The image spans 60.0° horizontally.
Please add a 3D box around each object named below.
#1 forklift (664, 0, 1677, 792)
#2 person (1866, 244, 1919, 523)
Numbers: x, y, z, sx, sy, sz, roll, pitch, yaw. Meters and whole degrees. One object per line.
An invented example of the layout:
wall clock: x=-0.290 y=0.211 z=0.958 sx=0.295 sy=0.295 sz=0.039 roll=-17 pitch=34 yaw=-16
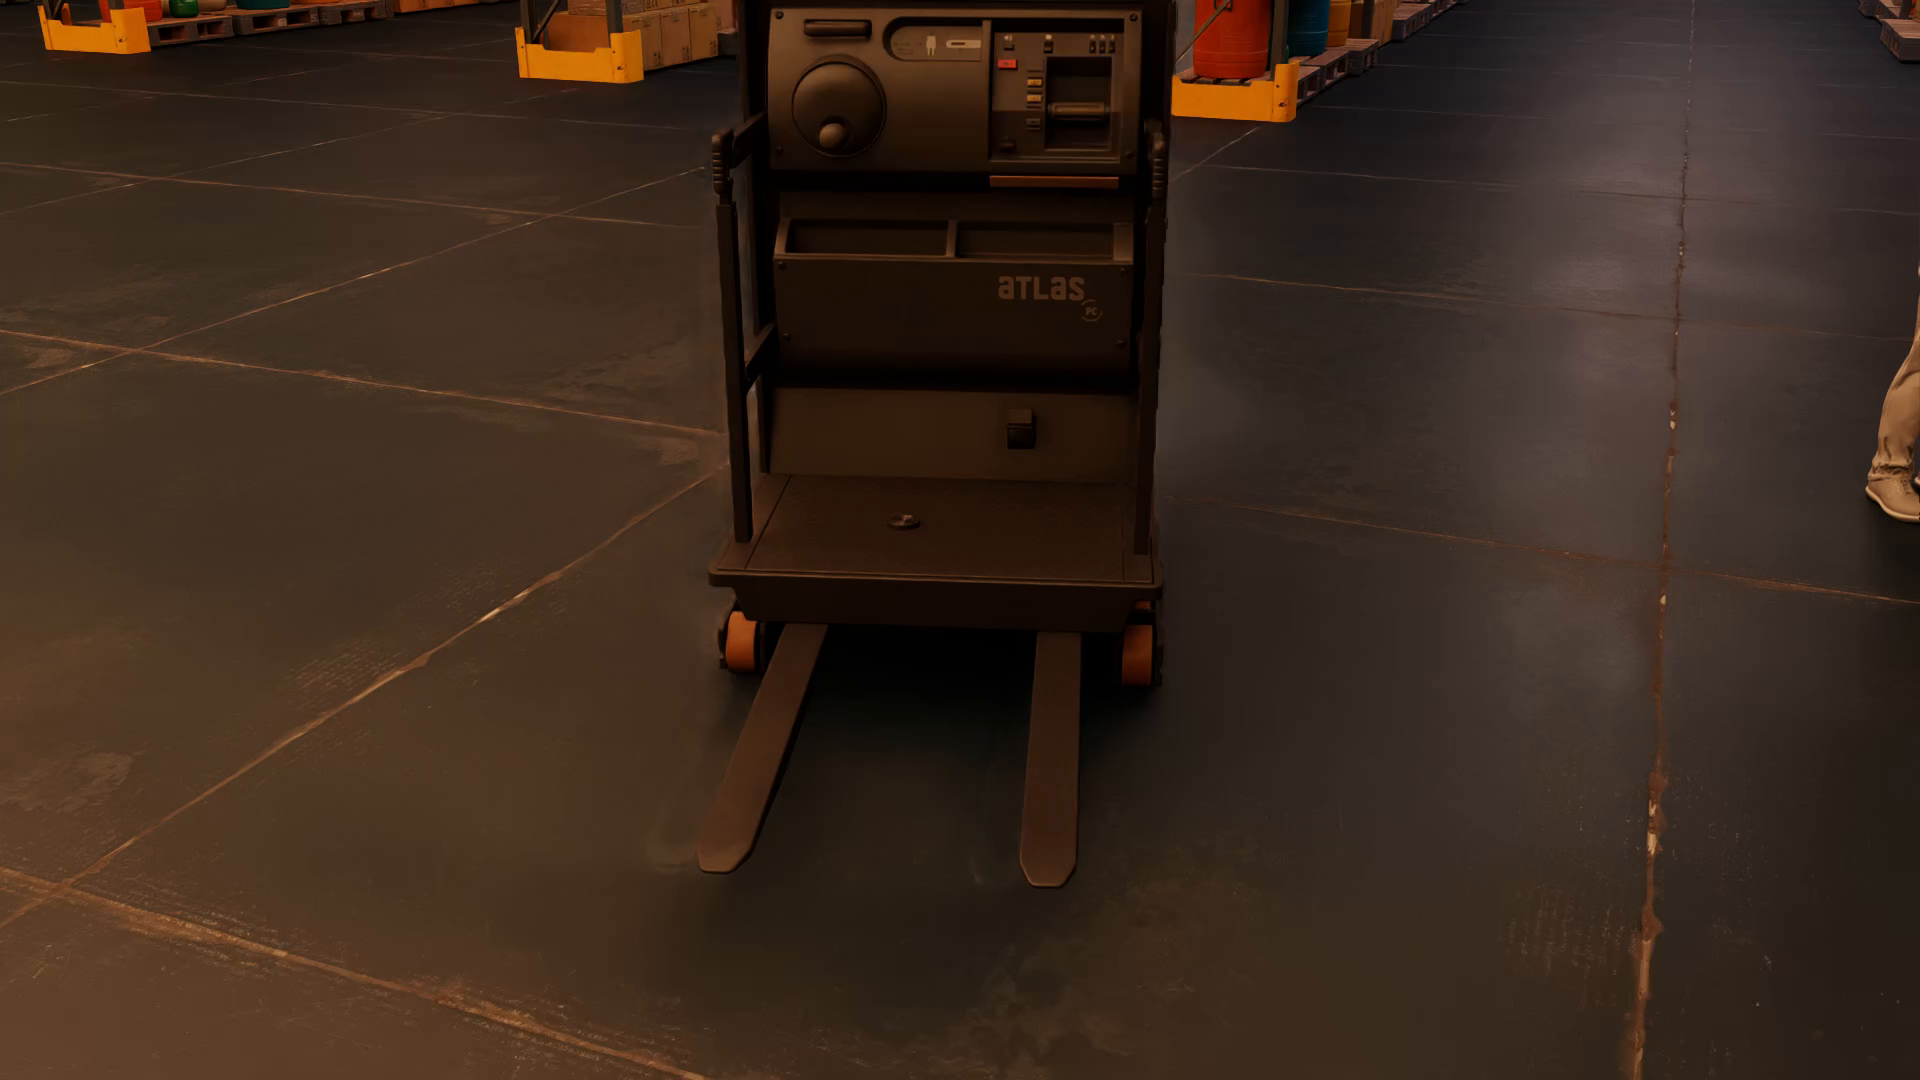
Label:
forklift: x=0.394 y=-1.183 z=4.122 sx=1.130 sy=2.935 sz=3.031 roll=-17 pitch=28 yaw=-35
person: x=3.143 y=-0.906 z=5.072 sx=0.465 sy=1.693 sz=0.353 roll=-6 pitch=23 yaw=-14
